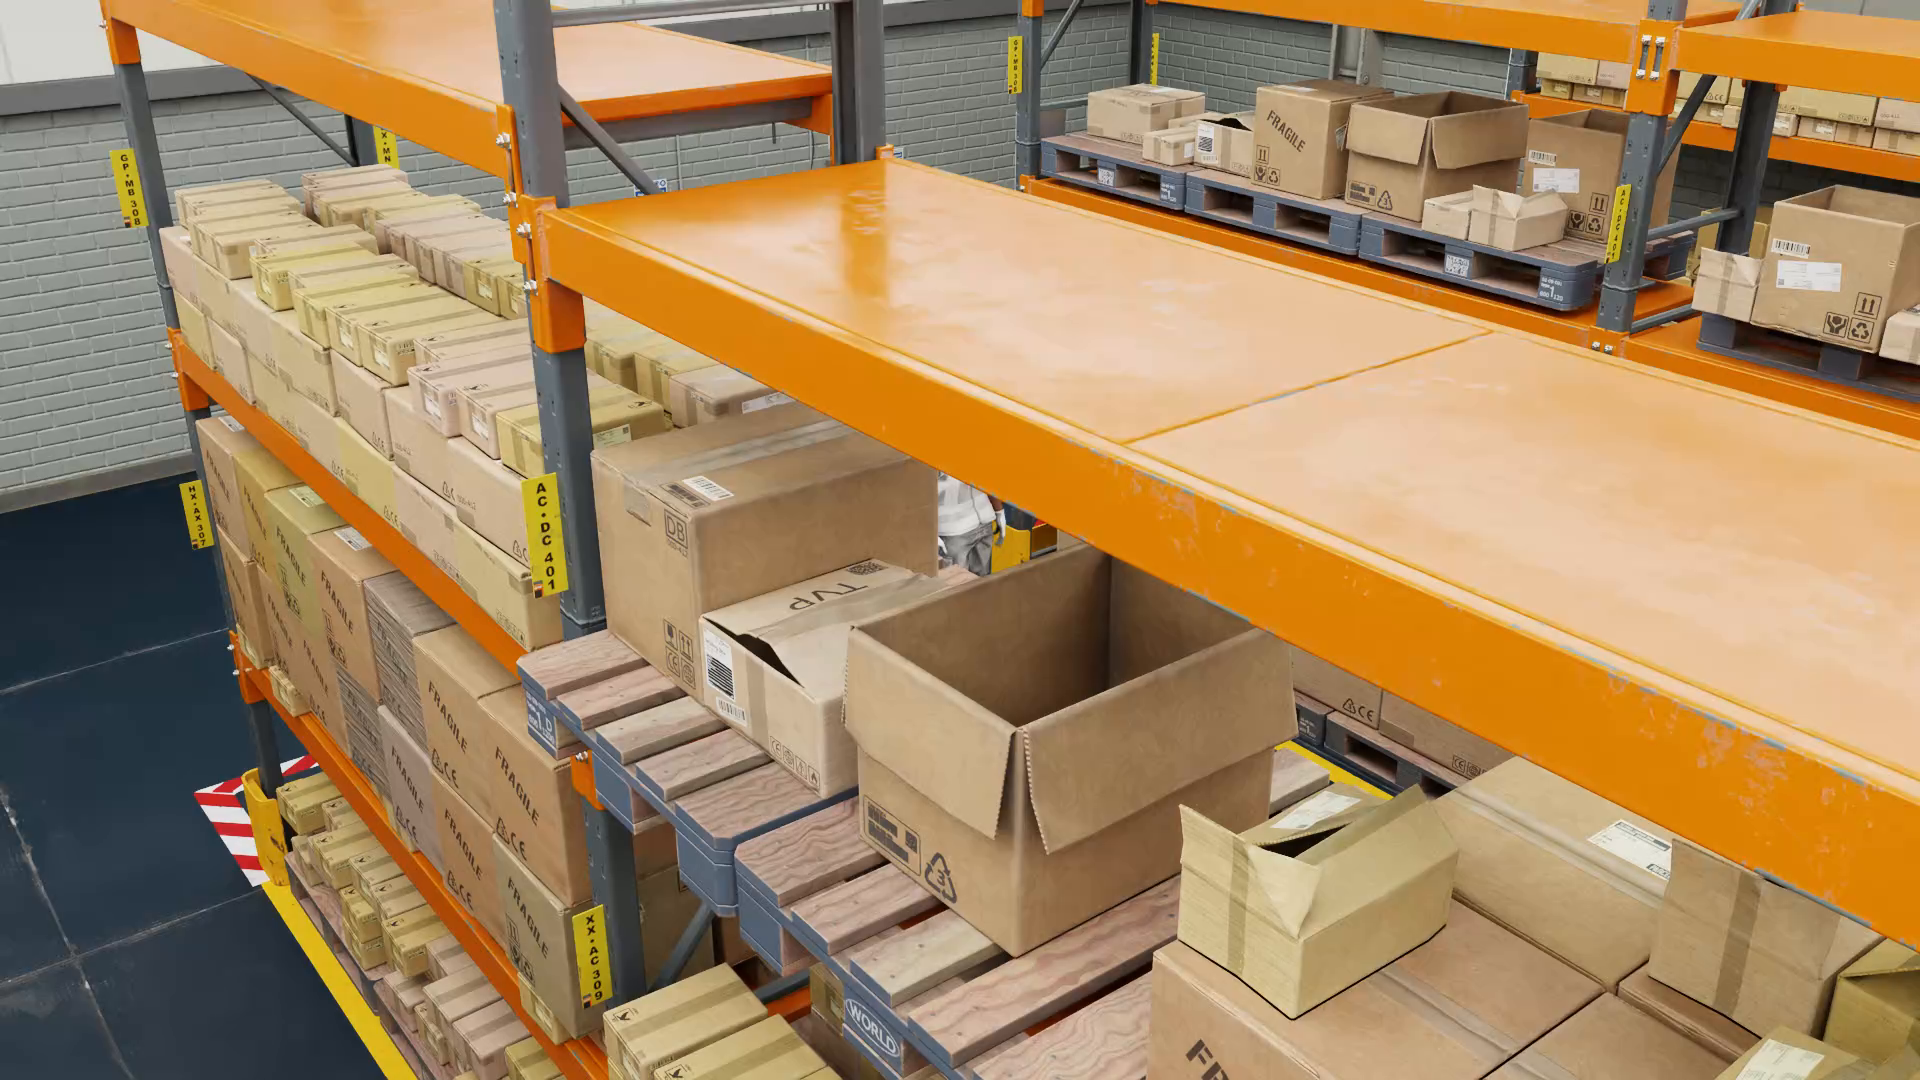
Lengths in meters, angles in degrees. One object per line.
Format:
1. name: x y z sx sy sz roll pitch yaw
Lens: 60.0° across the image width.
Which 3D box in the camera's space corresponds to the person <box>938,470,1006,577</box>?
1. person: 0.067 -0.044 9.987 0.576 1.783 0.657 22 33 40
